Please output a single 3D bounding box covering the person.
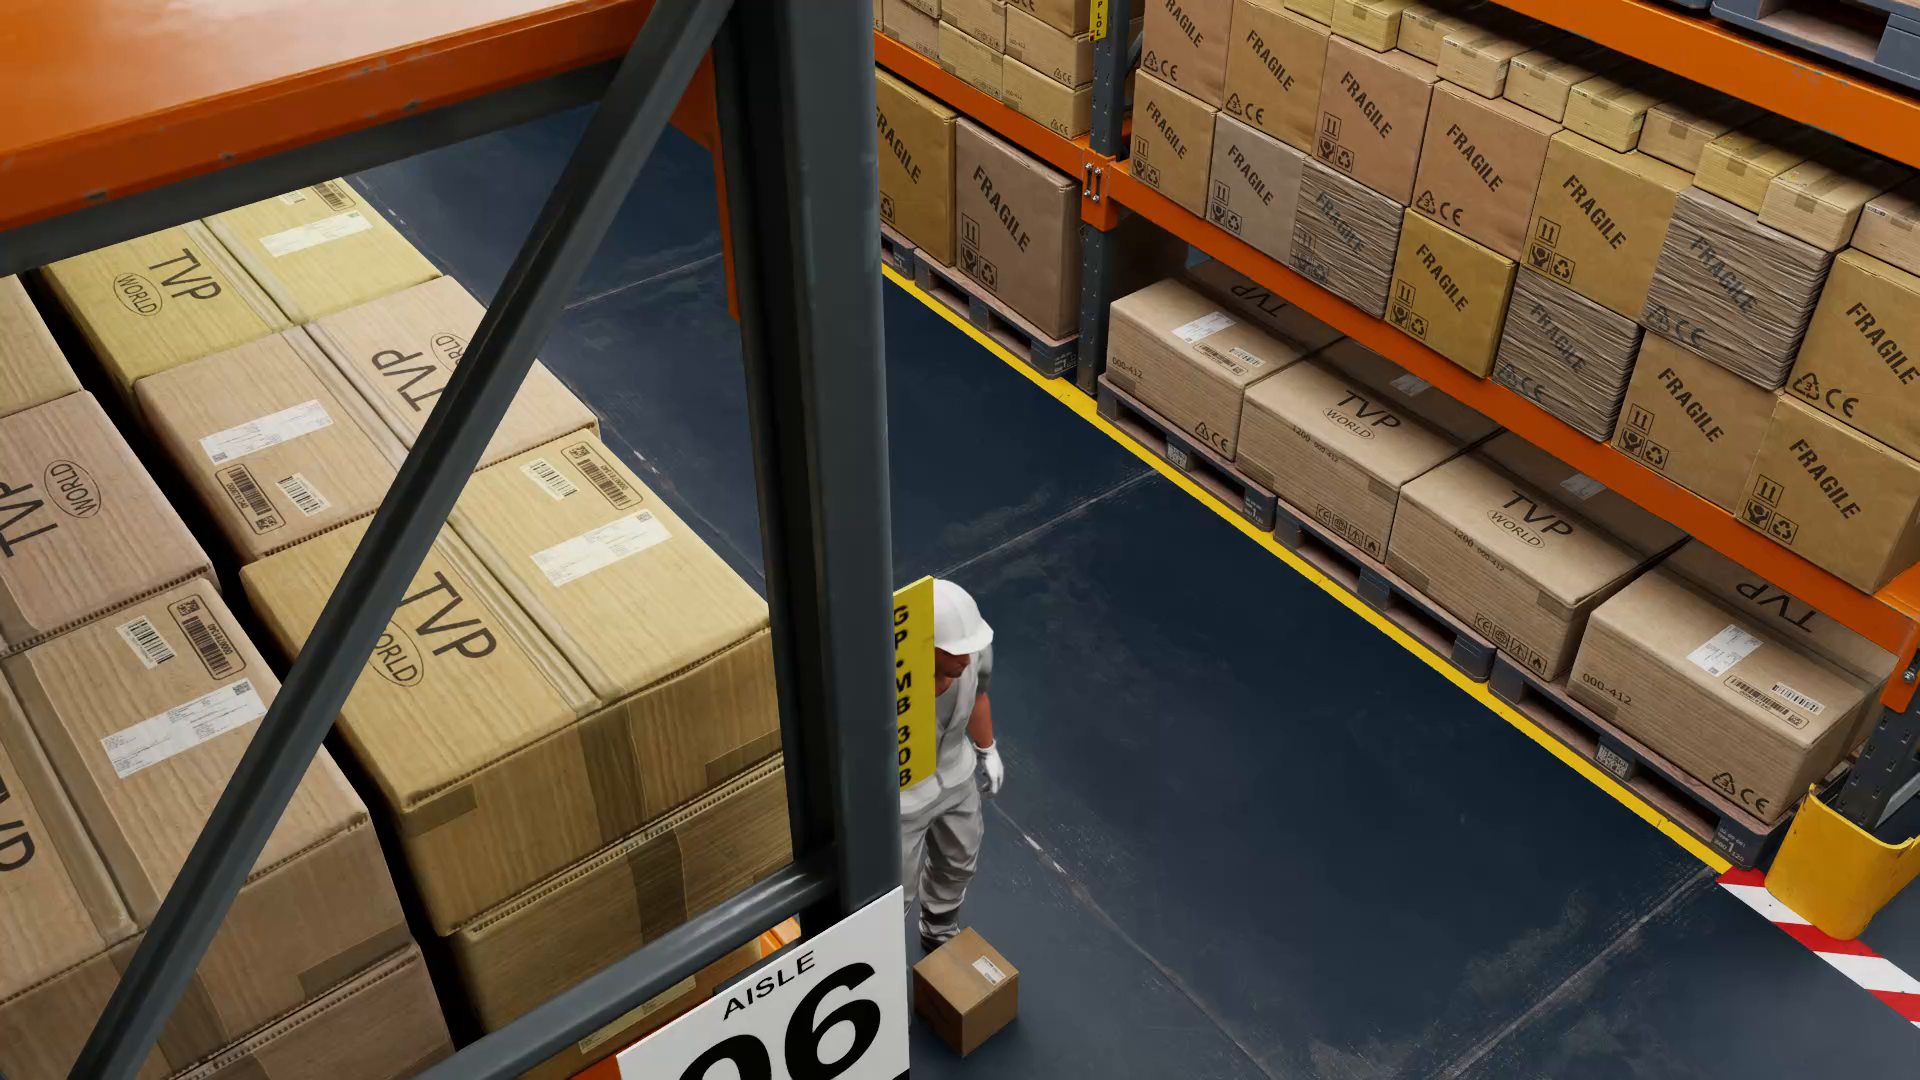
[{"bbox_3d":[-0.106,0.797,5.193,0.619,1.779,0.450,-29,48,-30],"label":"person"}]
